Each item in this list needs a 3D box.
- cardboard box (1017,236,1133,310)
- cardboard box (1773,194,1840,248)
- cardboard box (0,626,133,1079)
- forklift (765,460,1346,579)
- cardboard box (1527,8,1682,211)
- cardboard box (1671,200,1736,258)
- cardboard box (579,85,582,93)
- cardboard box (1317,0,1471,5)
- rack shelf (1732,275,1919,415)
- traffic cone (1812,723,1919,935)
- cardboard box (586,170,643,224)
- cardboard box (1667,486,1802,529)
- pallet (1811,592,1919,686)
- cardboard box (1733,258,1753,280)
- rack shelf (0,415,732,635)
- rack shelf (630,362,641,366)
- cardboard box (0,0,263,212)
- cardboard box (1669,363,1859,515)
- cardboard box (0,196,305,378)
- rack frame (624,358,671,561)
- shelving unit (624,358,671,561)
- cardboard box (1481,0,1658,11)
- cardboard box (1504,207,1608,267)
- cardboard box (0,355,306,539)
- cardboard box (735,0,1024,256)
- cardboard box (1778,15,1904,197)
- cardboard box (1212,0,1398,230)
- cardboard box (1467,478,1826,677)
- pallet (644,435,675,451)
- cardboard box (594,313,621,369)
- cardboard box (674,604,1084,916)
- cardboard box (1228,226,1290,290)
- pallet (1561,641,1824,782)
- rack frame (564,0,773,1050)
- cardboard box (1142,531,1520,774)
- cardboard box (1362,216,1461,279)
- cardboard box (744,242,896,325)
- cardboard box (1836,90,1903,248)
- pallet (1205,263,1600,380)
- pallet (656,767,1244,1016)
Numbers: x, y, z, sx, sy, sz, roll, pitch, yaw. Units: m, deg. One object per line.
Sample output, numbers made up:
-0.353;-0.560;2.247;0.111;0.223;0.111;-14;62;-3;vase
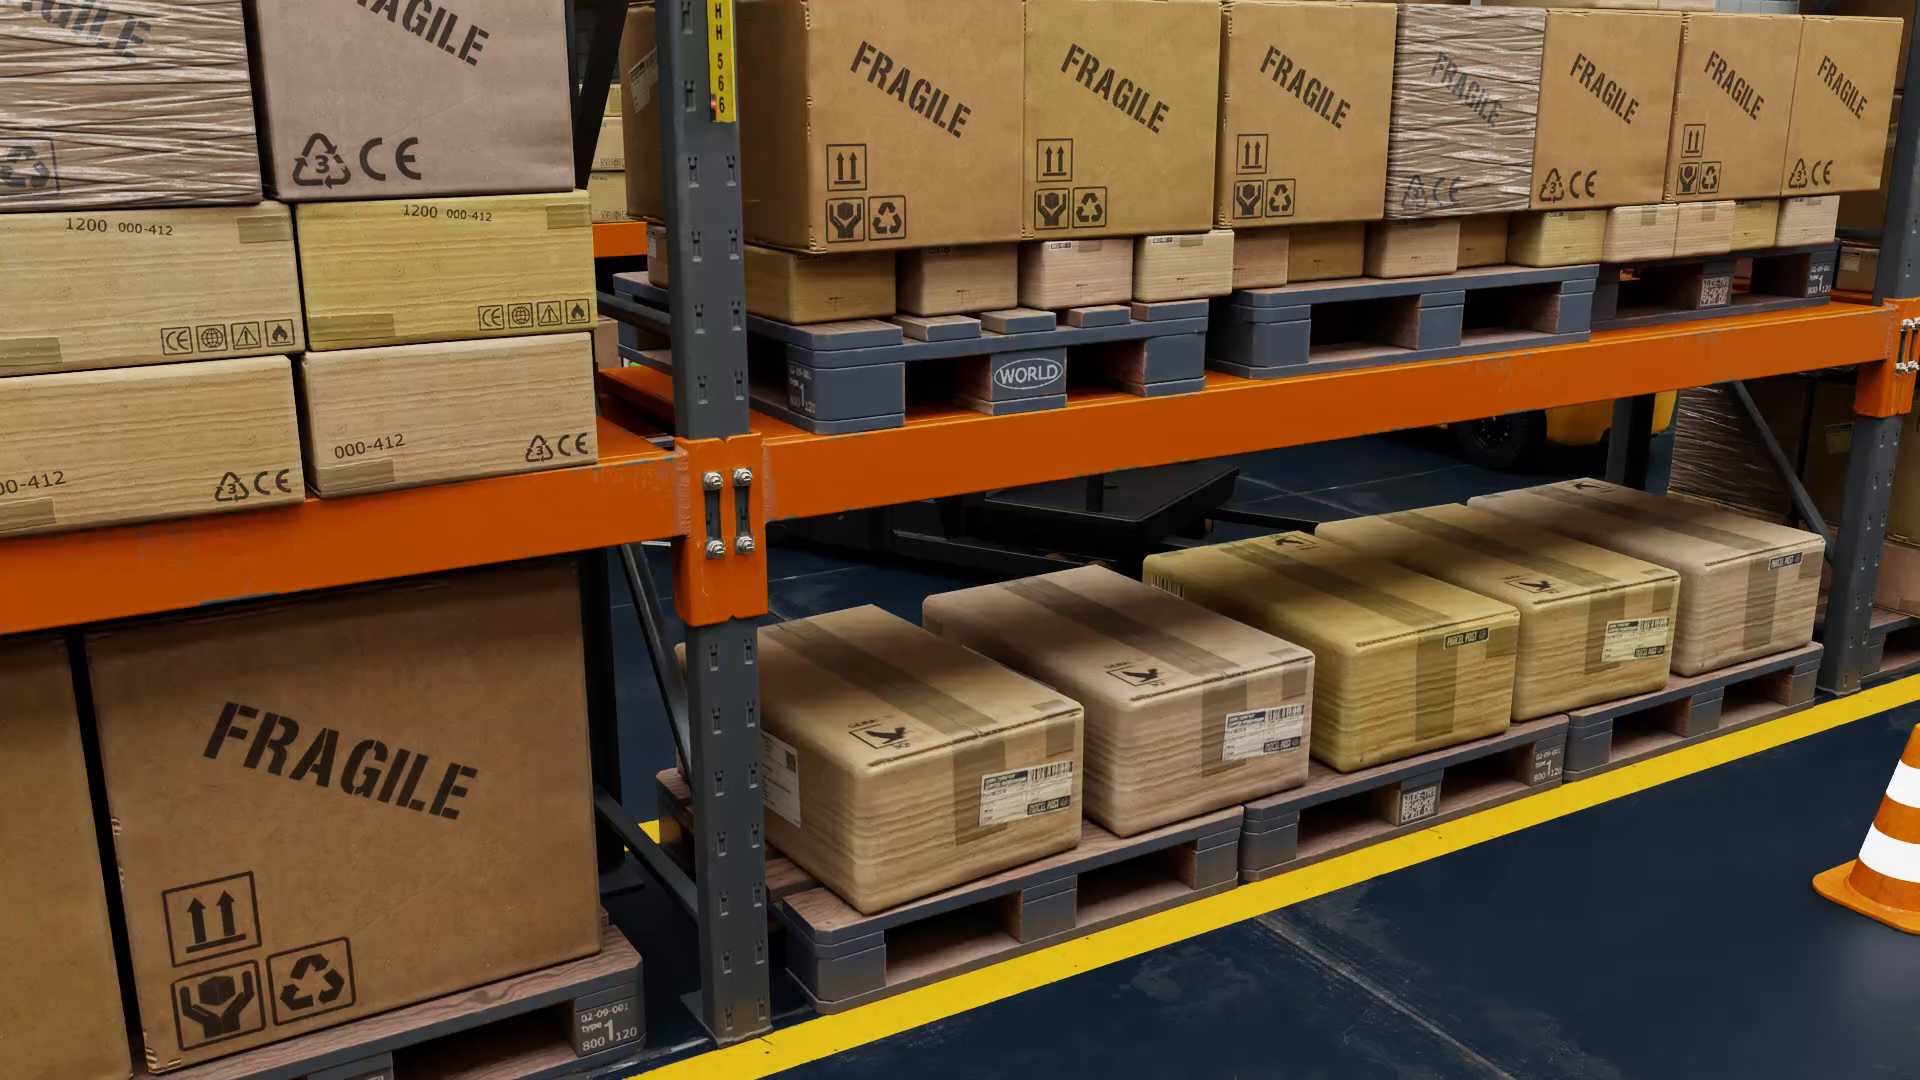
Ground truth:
0.176;-0.625;3.771;0.250;0.149;0.380;-11;19;-33;cardboard box
2.414;-0.985;5.054;0.250;0.149;0.380;-9;18;-29;cardboard box
-2.118;0.537;3.093;0.875;0.875;0.875;-9;18;-29;cardboard box
0.540;-1.327;6.715;3.031;2.935;1.130;9;18;29;forklift
1.565;-1.176;4.533;0.500;0.500;0.500;-9;18;-28;cardboard box
1.976;-0.908;4.780;0.250;0.149;0.380;-10;18;-31;cardboard box
-1.998;-2.128;8.056;0.250;0.149;0.380;-9;18;-29;cardboard box
1.249;-1.587;4.797;0.250;0.149;0.380;-8;18;-27;cardboard box
4.427;-0.971;6.649;4.000;0.370;1.077;-9;18;-30;rack shelf
2.371;0.679;4.132;0.334;0.463;0.336;-9;18;-30;traffic cone
-1.898;-1.706;8.216;0.500;0.250;0.500;-10;18;-31;cardboard box
3.081;-0.062;6.389;0.500;0.250;0.500;-8;18;-27;cardboard box
3.270;0.202;6.298;1.213;0.211;1.003;-9;18;-30;pallet
2.831;-1.033;6.005;0.250;0.149;0.380;-9;18;-30;cardboard box
-2.430;0.141;2.681;4.000;0.370;1.077;-9;18;-30;rack shelf
-1.211;-0.716;7.087;0.258;0.148;0.480;4;16;13;rack shelf
-1.460;-0.807;2.694;0.500;0.500;0.500;-9;18;-29;cardboard box
3.082;-0.423;6.288;0.500;0.500;0.500;-9;18;-30;cardboard box
-1.438;-0.453;2.822;0.500;0.250;0.500;-10;18;-31;cardboard box
-1.268;-0.482;6.906;0.240;1.200;0.015;4;16;13;rack frame
-1.211;-0.546;7.135;0.258;1.200;0.503;4;16;13;shelving unit
1.626;-1.486;4.439;0.250;0.149;0.380;-10;19;-32;cardboard box
1.532;-0.847;4.560;0.250;0.149;0.380;-9;18;-30;cardboard box
-1.446;-0.206;2.865;0.500;0.250;0.500;-9;18;-29;cardboard box
-0.211;-0.886;3.498;0.500;0.500;0.500;-10;18;-31;cardboard box
2.435;-1.315;5.031;0.500;0.500;0.500;-10;18;-31;cardboard box
0.684;-1.035;4.031;0.500;0.500;0.500;-9;18;-29;cardboard box
2.265;0.097;5.596;0.625;0.372;0.950;-9;18;-29;cardboard box
-1.505;-0.562;9.025;1.213;0.211;1.003;-9;18;-30;pallet
-2.178;-0.866;8.564;0.625;0.625;0.875;-9;18;-28;cardboard box
-0.226;0.504;4.146;0.625;0.372;0.950;-11;19;-33;cardboard box
0.589;-0.711;4.074;0.250;0.149;0.380;-8;18;-26;cardboard box
2.046;0.412;5.549;1.213;0.211;1.003;-9;18;-30;pallet
-0.716;-0.483;3.576;0.127;3.000;1.000;-9;18;-30;rack frame
1.055;0.295;4.890;0.625;0.372;0.950;-9;18;-28;cardboard box
1.069;-0.780;4.323;0.250;0.149;0.380;-9;18;-28;cardboard box
-0.342;-0.567;3.561;0.250;0.149;0.380;-10;19;-33;cardboard box
3.234;-1.227;5.494;0.500;0.500;0.500;-9;18;-30;cardboard box
0.960;-0.675;4.617;1.213;0.211;1.003;-9;18;-30;pallet
-0.045;0.751;4.339;1.213;0.211;1.003;-9;18;-30;pallet
